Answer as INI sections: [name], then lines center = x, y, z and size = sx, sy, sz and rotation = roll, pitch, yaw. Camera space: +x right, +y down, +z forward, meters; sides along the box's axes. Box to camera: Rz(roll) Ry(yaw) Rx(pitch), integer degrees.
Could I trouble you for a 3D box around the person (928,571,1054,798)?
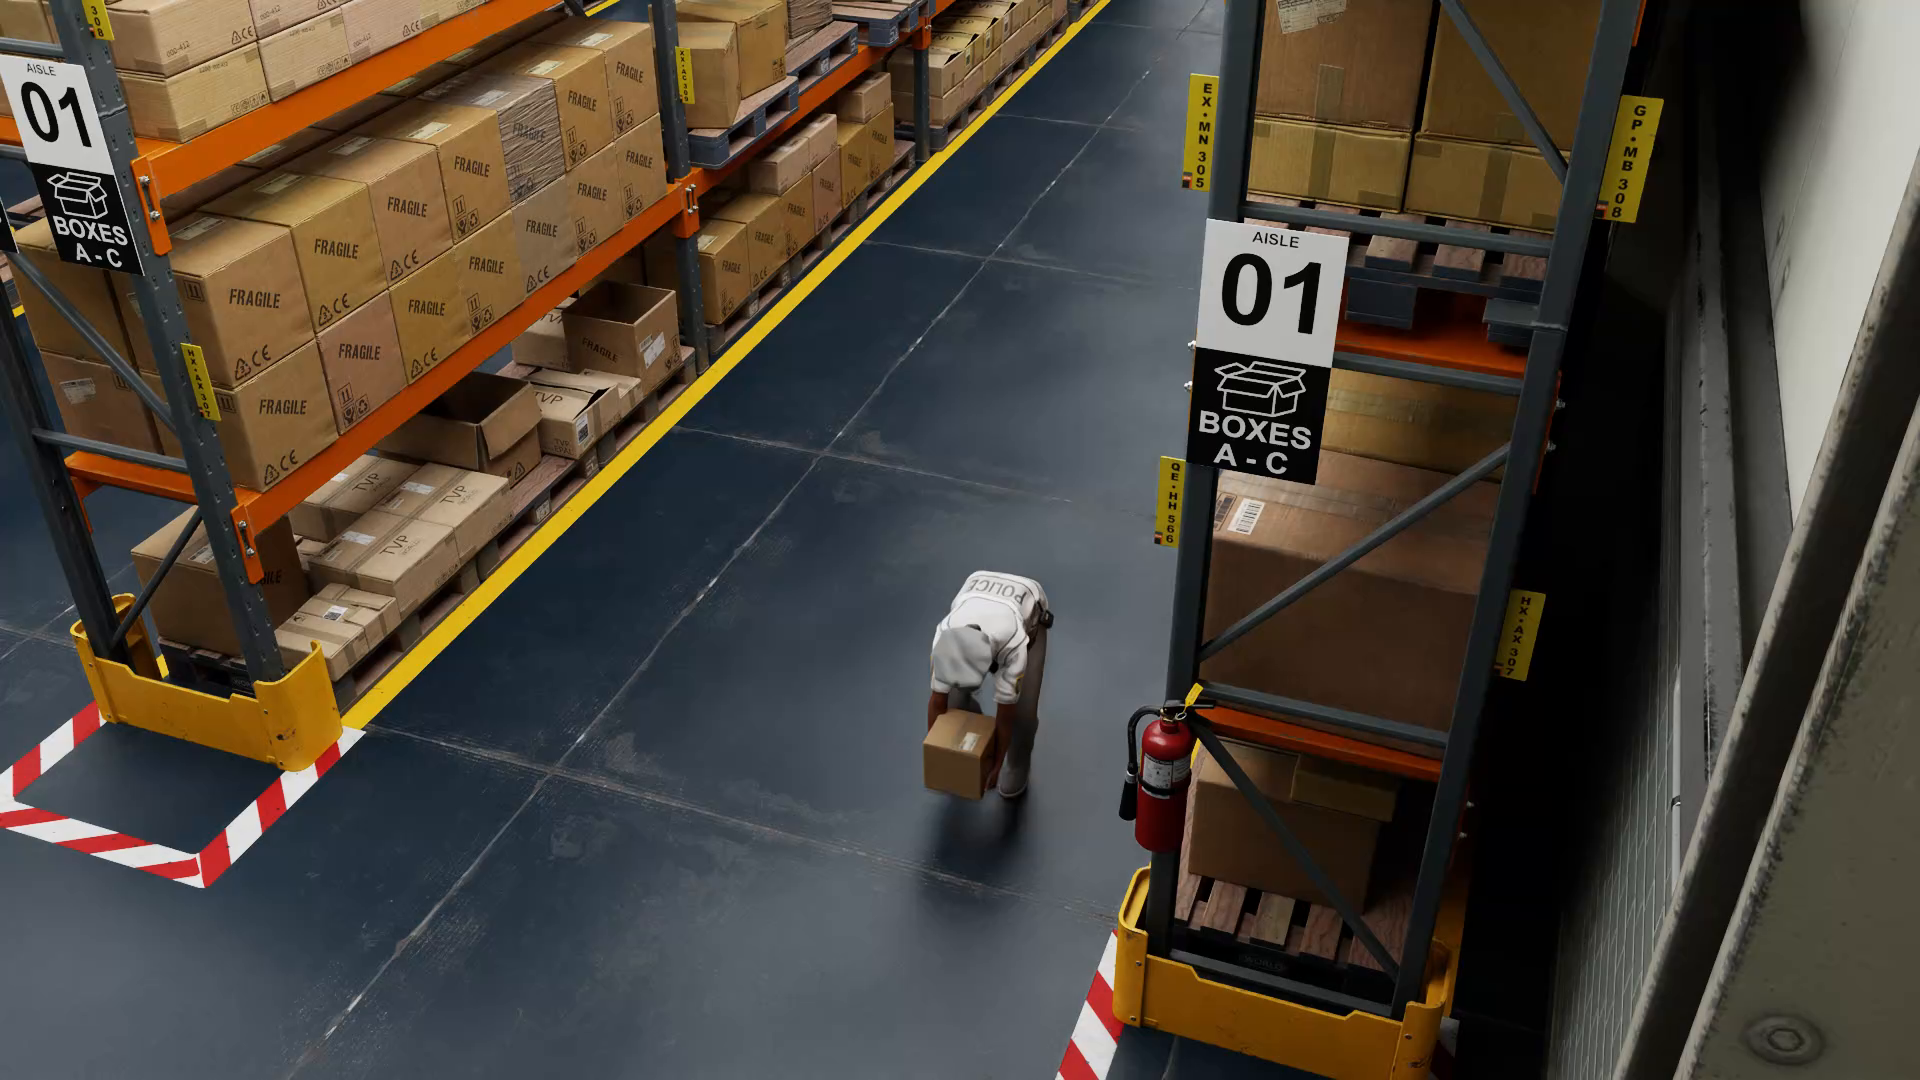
[person]
center = 0.103, 0.659, 7.067
size = 0.439, 1.120, 0.929
rotation = 10, 35, 14
